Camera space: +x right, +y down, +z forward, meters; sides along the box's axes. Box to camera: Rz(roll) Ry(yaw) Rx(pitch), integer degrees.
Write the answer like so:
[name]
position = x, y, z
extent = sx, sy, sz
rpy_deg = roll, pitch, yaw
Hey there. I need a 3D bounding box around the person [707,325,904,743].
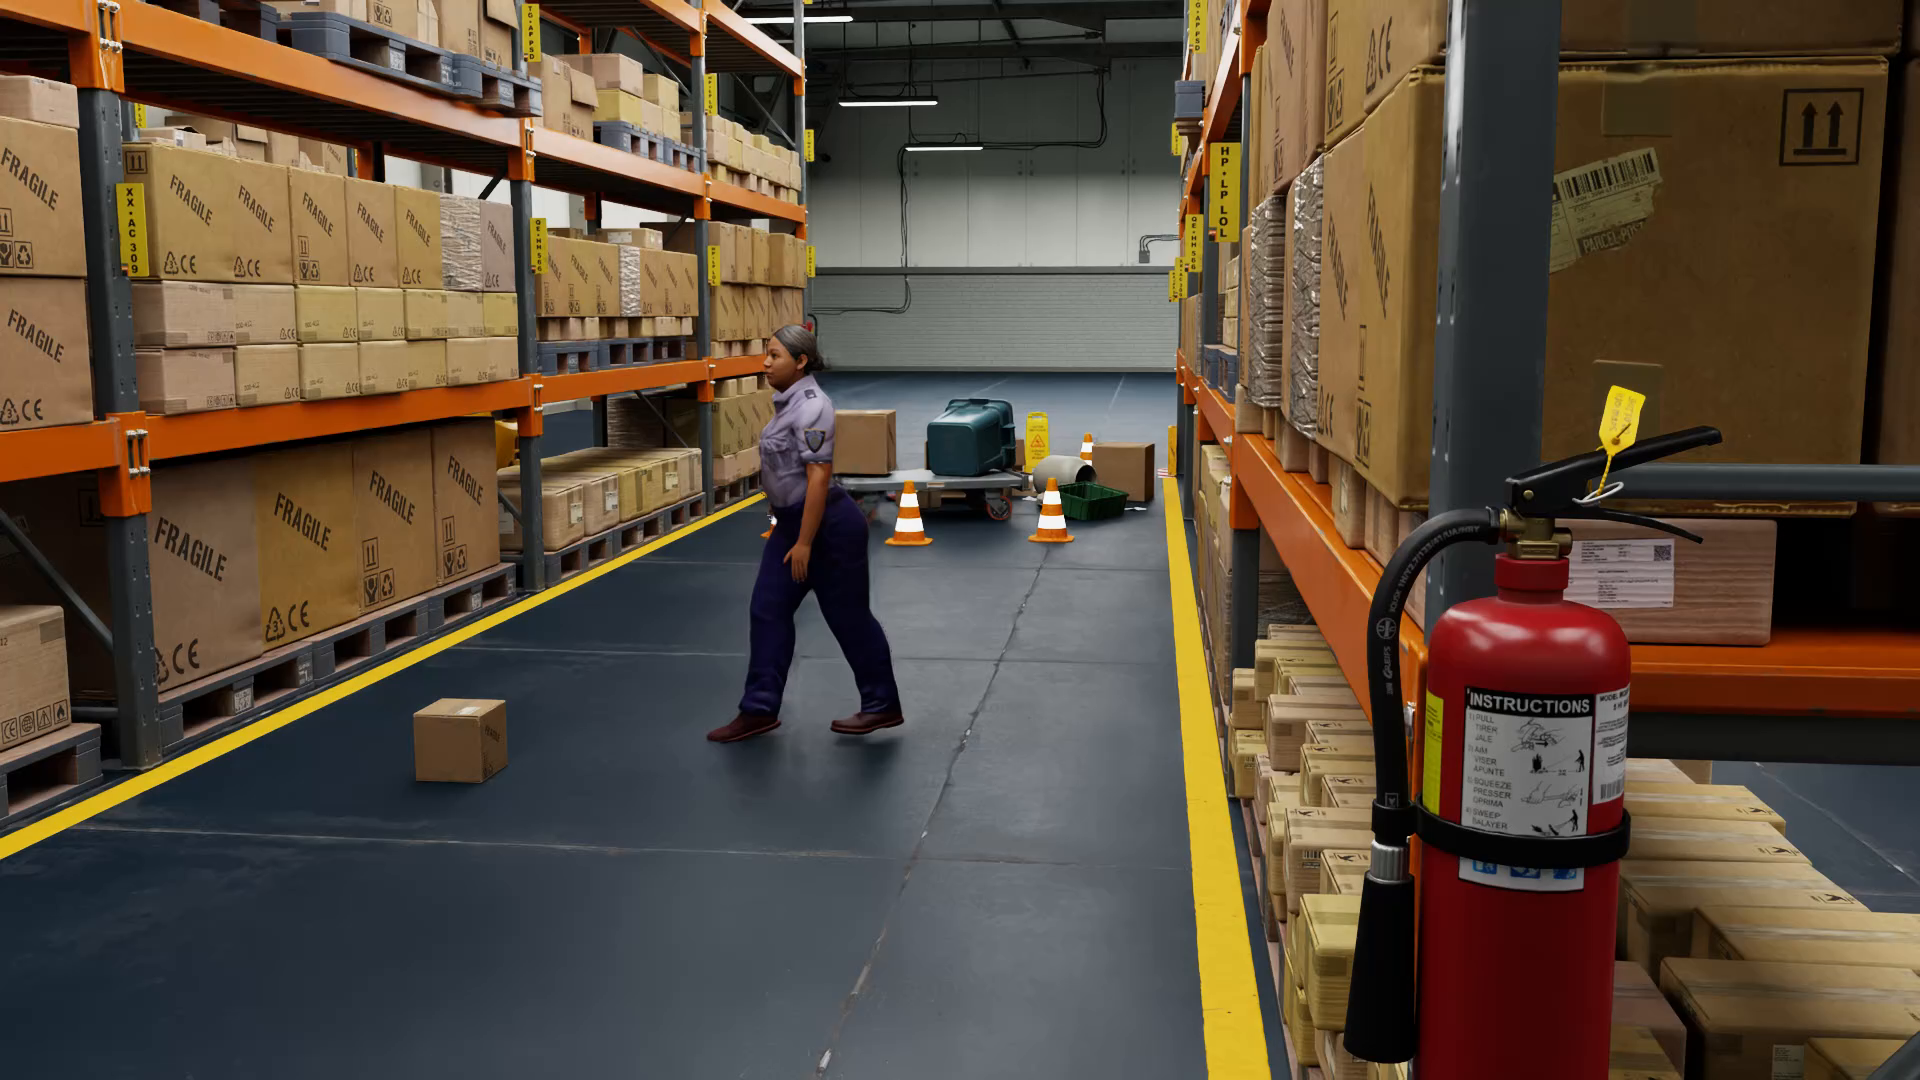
[person]
position = -0.585, 0.003, 6.470
extent = 0.754, 1.639, 0.505
rpy_deg = -3, 8, -23
